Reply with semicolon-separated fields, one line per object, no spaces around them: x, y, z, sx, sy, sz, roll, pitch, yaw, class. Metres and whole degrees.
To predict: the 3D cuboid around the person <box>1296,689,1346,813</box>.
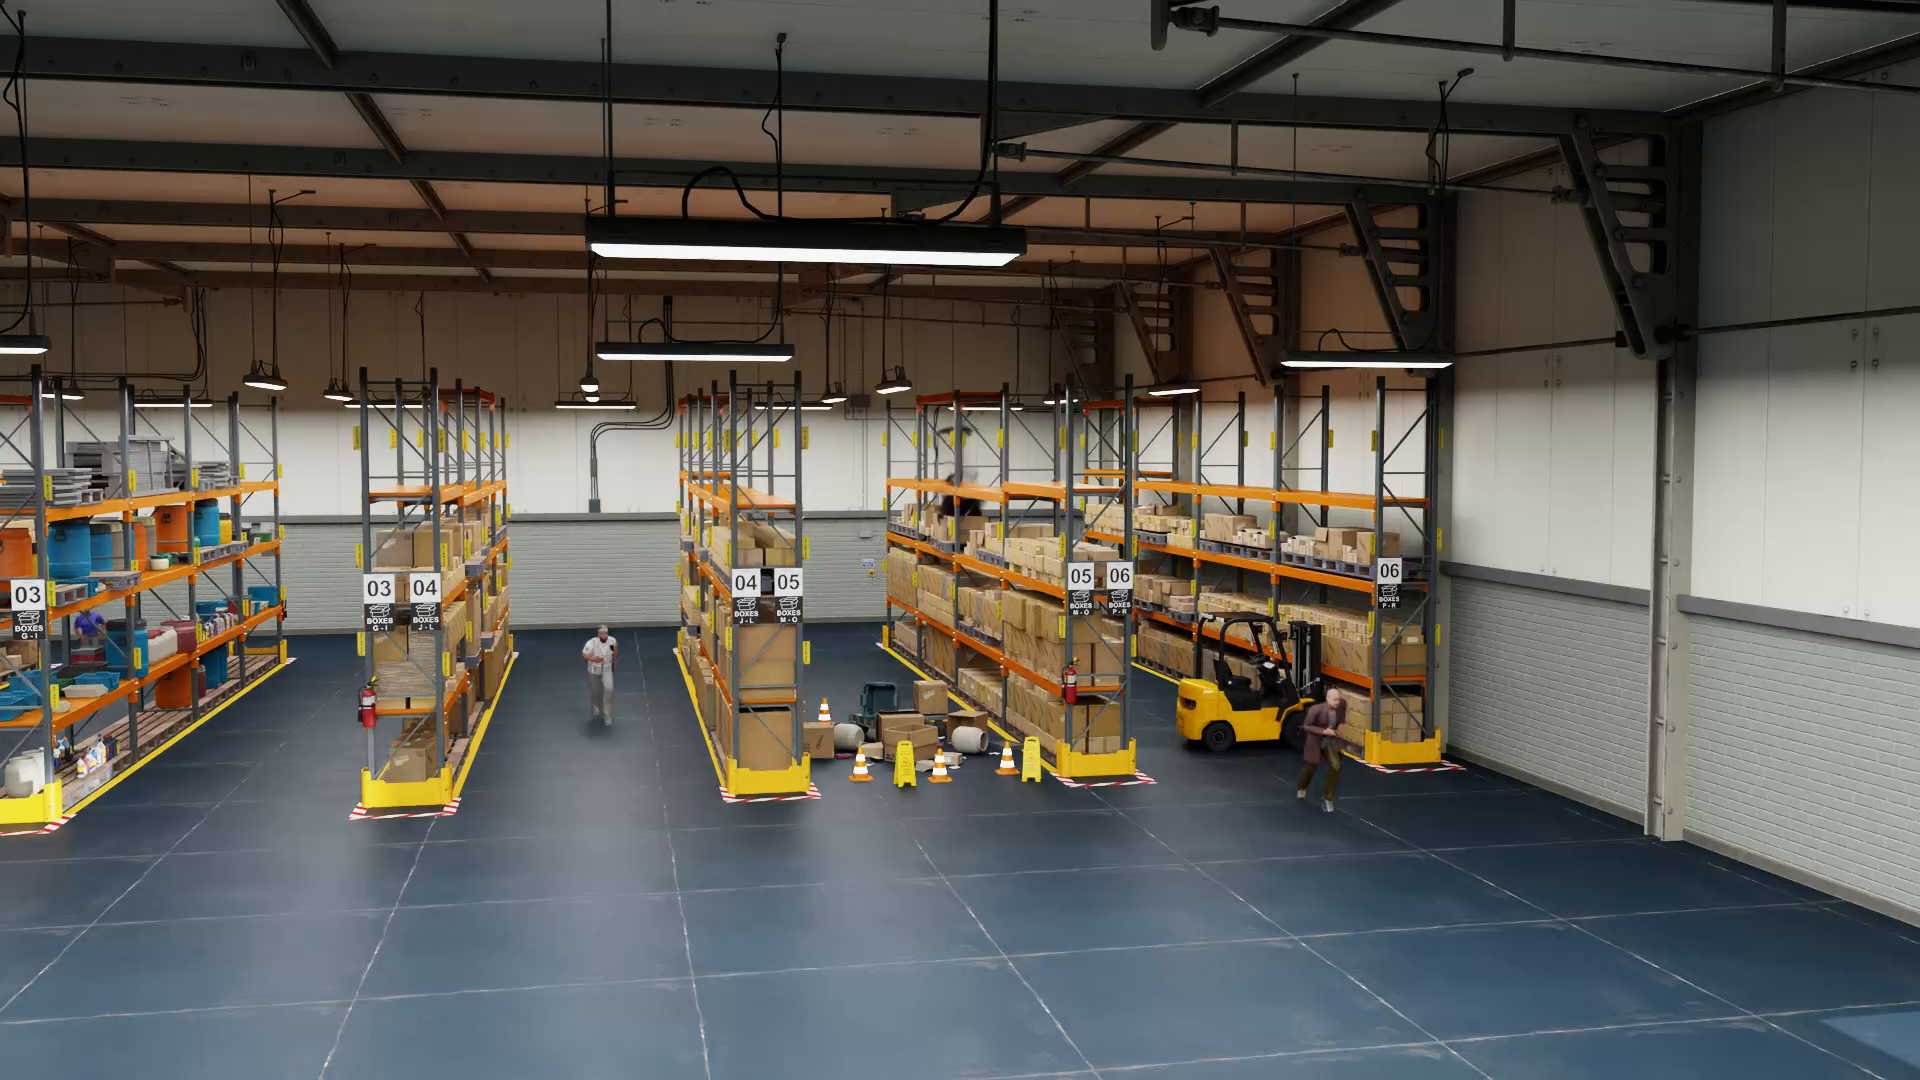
4.922;2.842;22.705;0.749;1.736;1.070;-1;4;-18;person

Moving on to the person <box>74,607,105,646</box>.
-18.264;2.110;34.900;0.591;1.621;0.598;-2;4;-26;person

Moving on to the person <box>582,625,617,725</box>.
-6.443;2.377;29.745;0.660;1.796;1.037;-1;4;-21;person
